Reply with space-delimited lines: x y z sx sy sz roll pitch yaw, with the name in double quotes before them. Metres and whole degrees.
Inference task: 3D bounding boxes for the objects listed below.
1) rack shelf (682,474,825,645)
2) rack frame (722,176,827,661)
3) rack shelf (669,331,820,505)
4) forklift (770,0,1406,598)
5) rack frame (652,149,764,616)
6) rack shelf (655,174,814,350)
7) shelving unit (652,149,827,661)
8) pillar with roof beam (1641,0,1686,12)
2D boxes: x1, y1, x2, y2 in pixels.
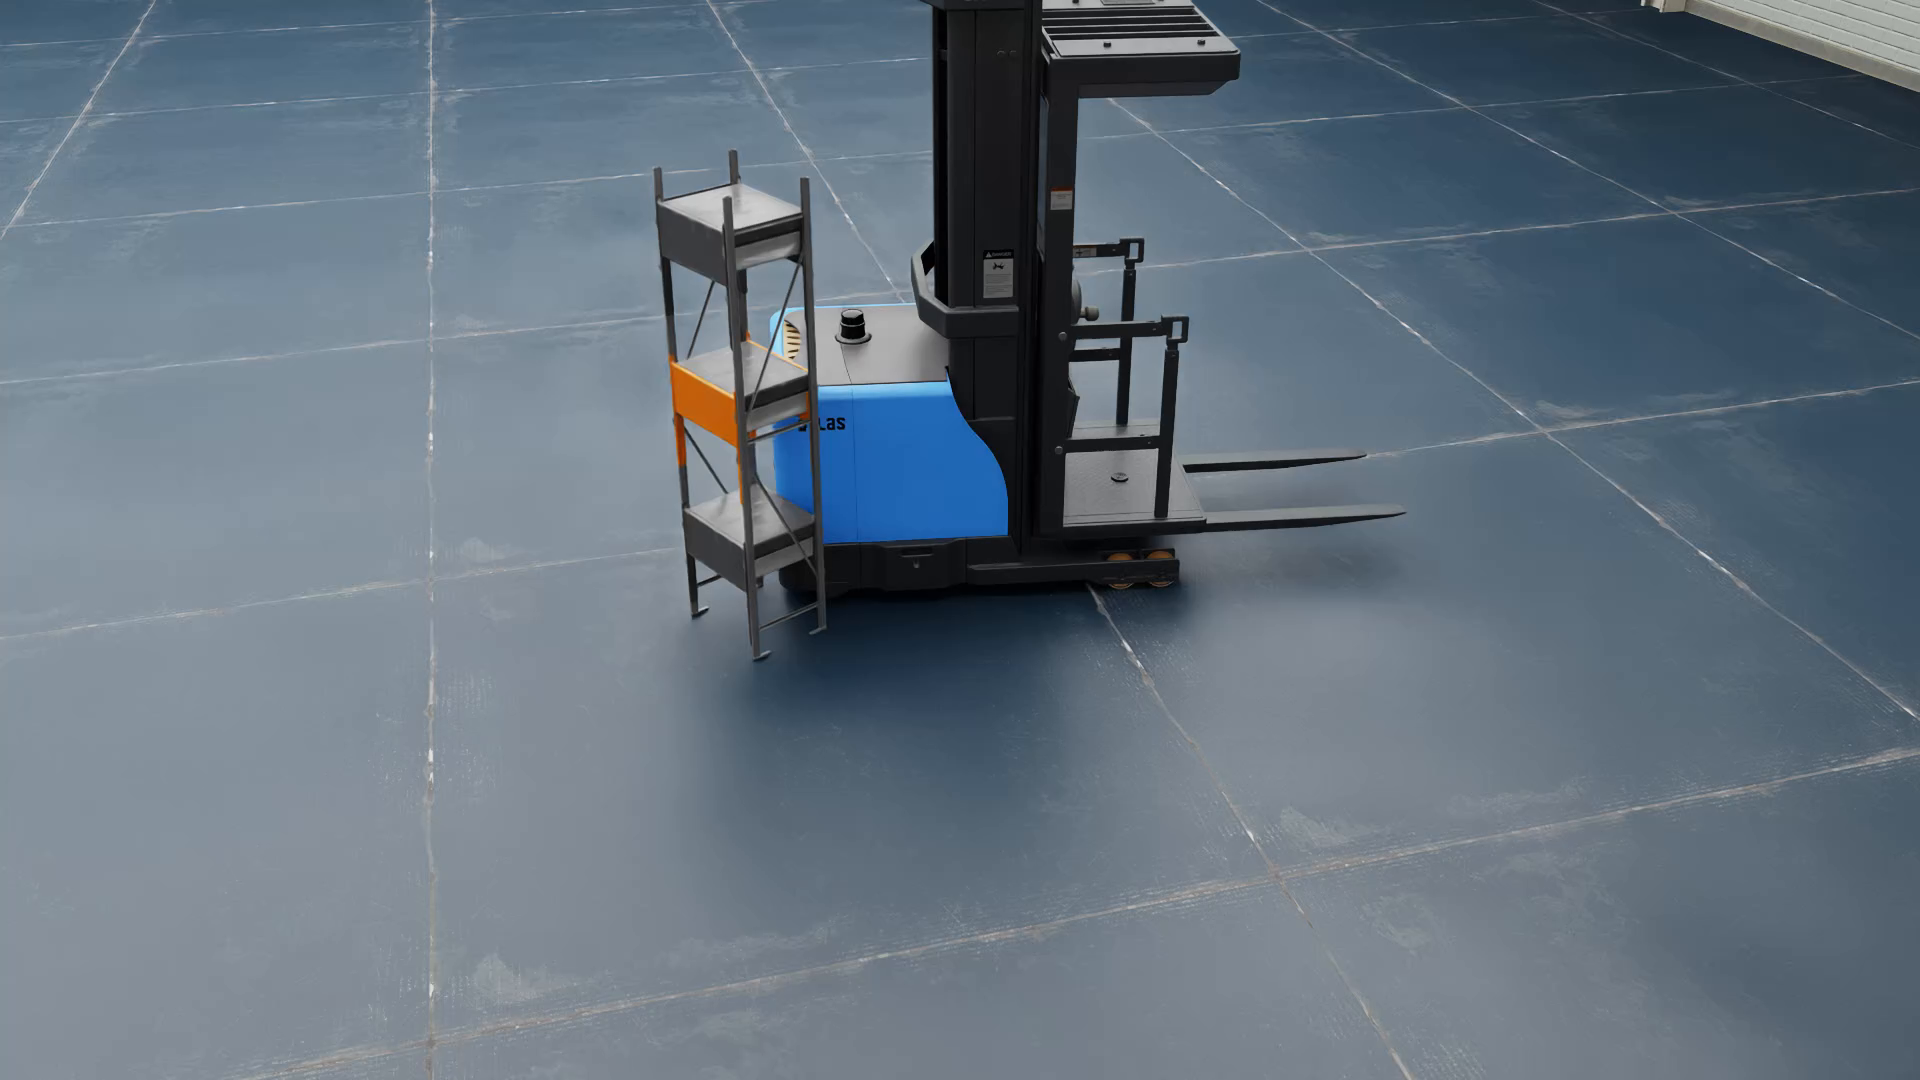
"rack shelf" -0.919 0.081 7.434 0.431 0.518 0.480 -23 37 -35
"rack frame" -0.753 -0.447 6.922 0.400 2.100 0.015 -23 37 -35
"rack shelf" -0.915 -0.527 7.087 0.431 0.518 0.480 -23 37 -35
"forklift" 0.619 -1.300 7.570 3.031 2.935 1.130 -3 30 -5
"rack frame" -1.076 -0.630 7.238 0.400 2.100 0.015 -23 37 -35
"rack shelf" -0.910 -1.134 6.740 0.431 0.518 0.480 -23 37 -35
"shelving unit" -0.915 -0.538 7.080 0.431 2.100 0.503 -23 37 -35
"pillar with roof beam" 3.655 -9.230 15.213 9.100 9.000 0.400 -8 31 -13
